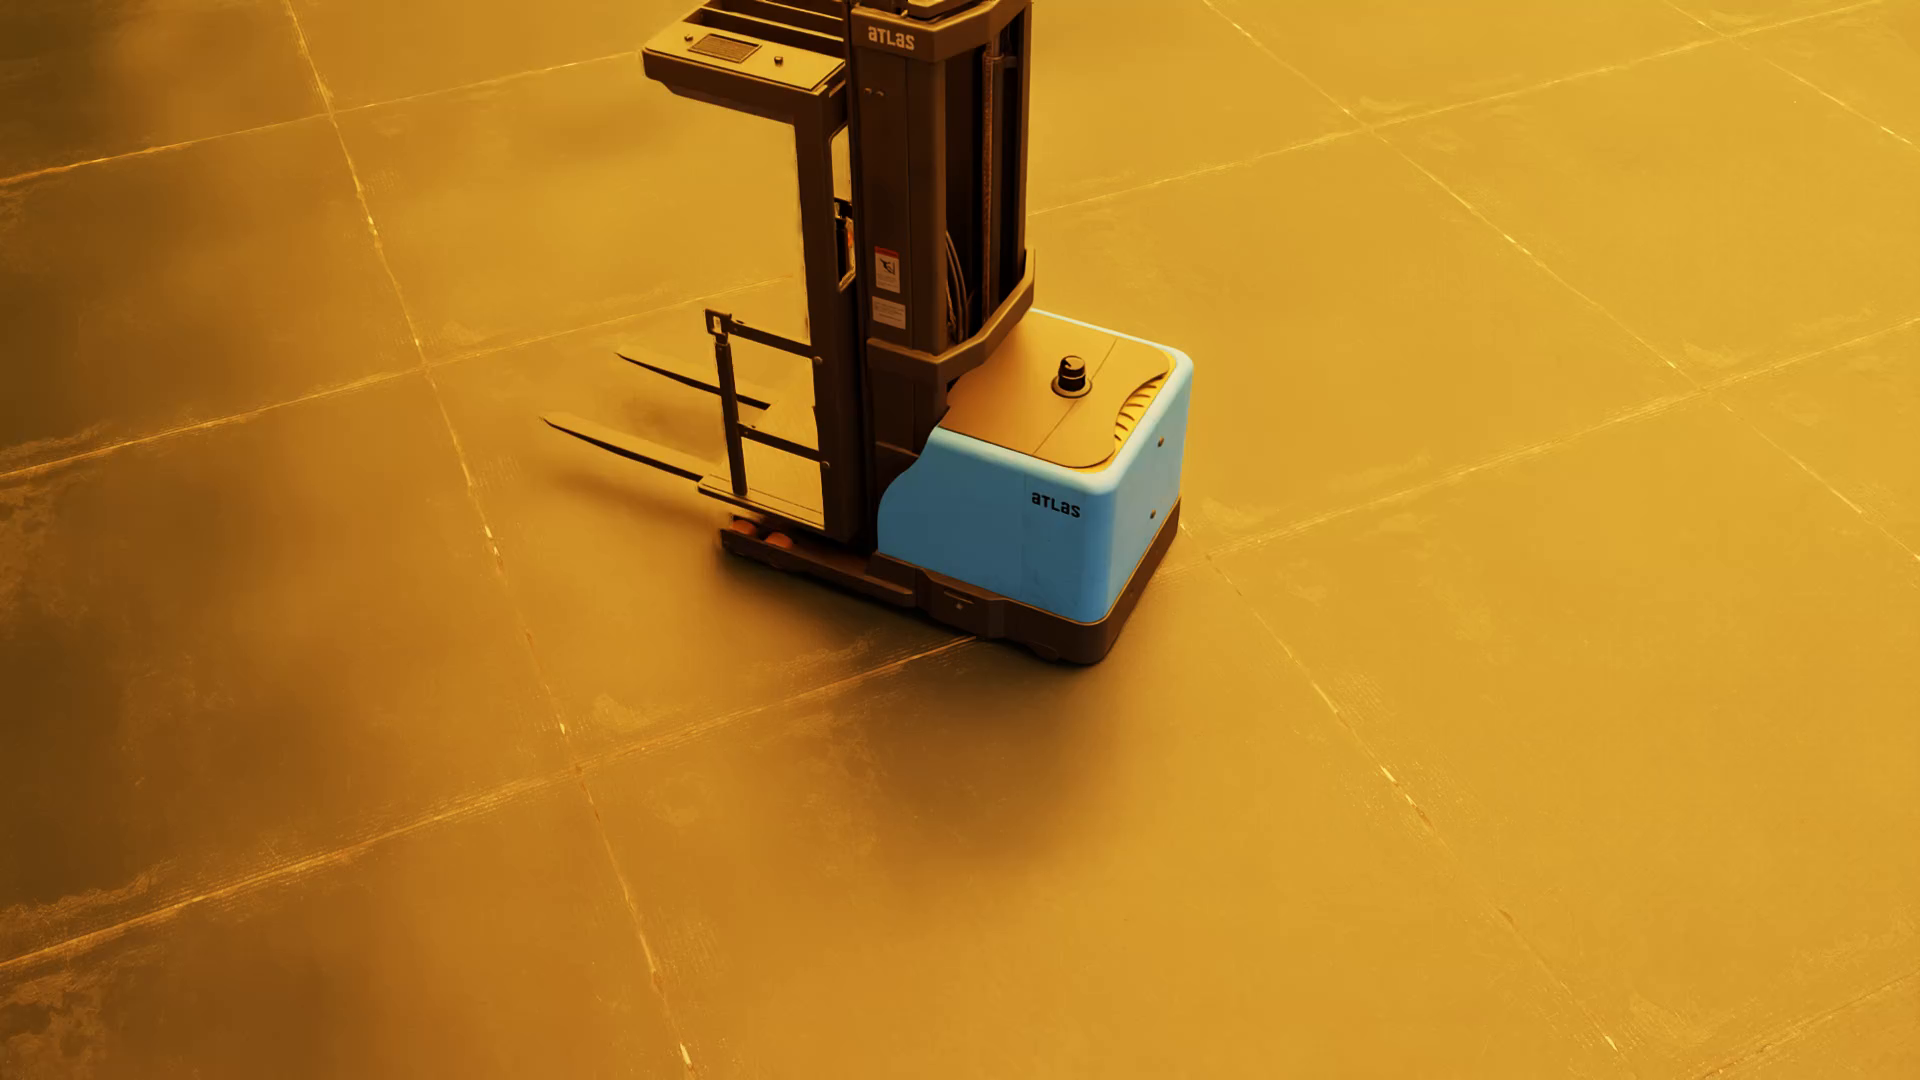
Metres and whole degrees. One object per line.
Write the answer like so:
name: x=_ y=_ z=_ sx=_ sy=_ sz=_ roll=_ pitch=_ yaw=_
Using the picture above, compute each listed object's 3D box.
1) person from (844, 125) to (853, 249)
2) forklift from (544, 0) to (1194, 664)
person: x=-0.383 y=-1.821 z=8.747 sx=0.669 sy=1.490 sz=0.933 roll=-9 pitch=44 yaw=-9
forklift: x=-0.537 y=-1.243 z=7.012 sx=3.031 sy=2.935 sz=1.130 roll=19 pitch=46 yaw=19
